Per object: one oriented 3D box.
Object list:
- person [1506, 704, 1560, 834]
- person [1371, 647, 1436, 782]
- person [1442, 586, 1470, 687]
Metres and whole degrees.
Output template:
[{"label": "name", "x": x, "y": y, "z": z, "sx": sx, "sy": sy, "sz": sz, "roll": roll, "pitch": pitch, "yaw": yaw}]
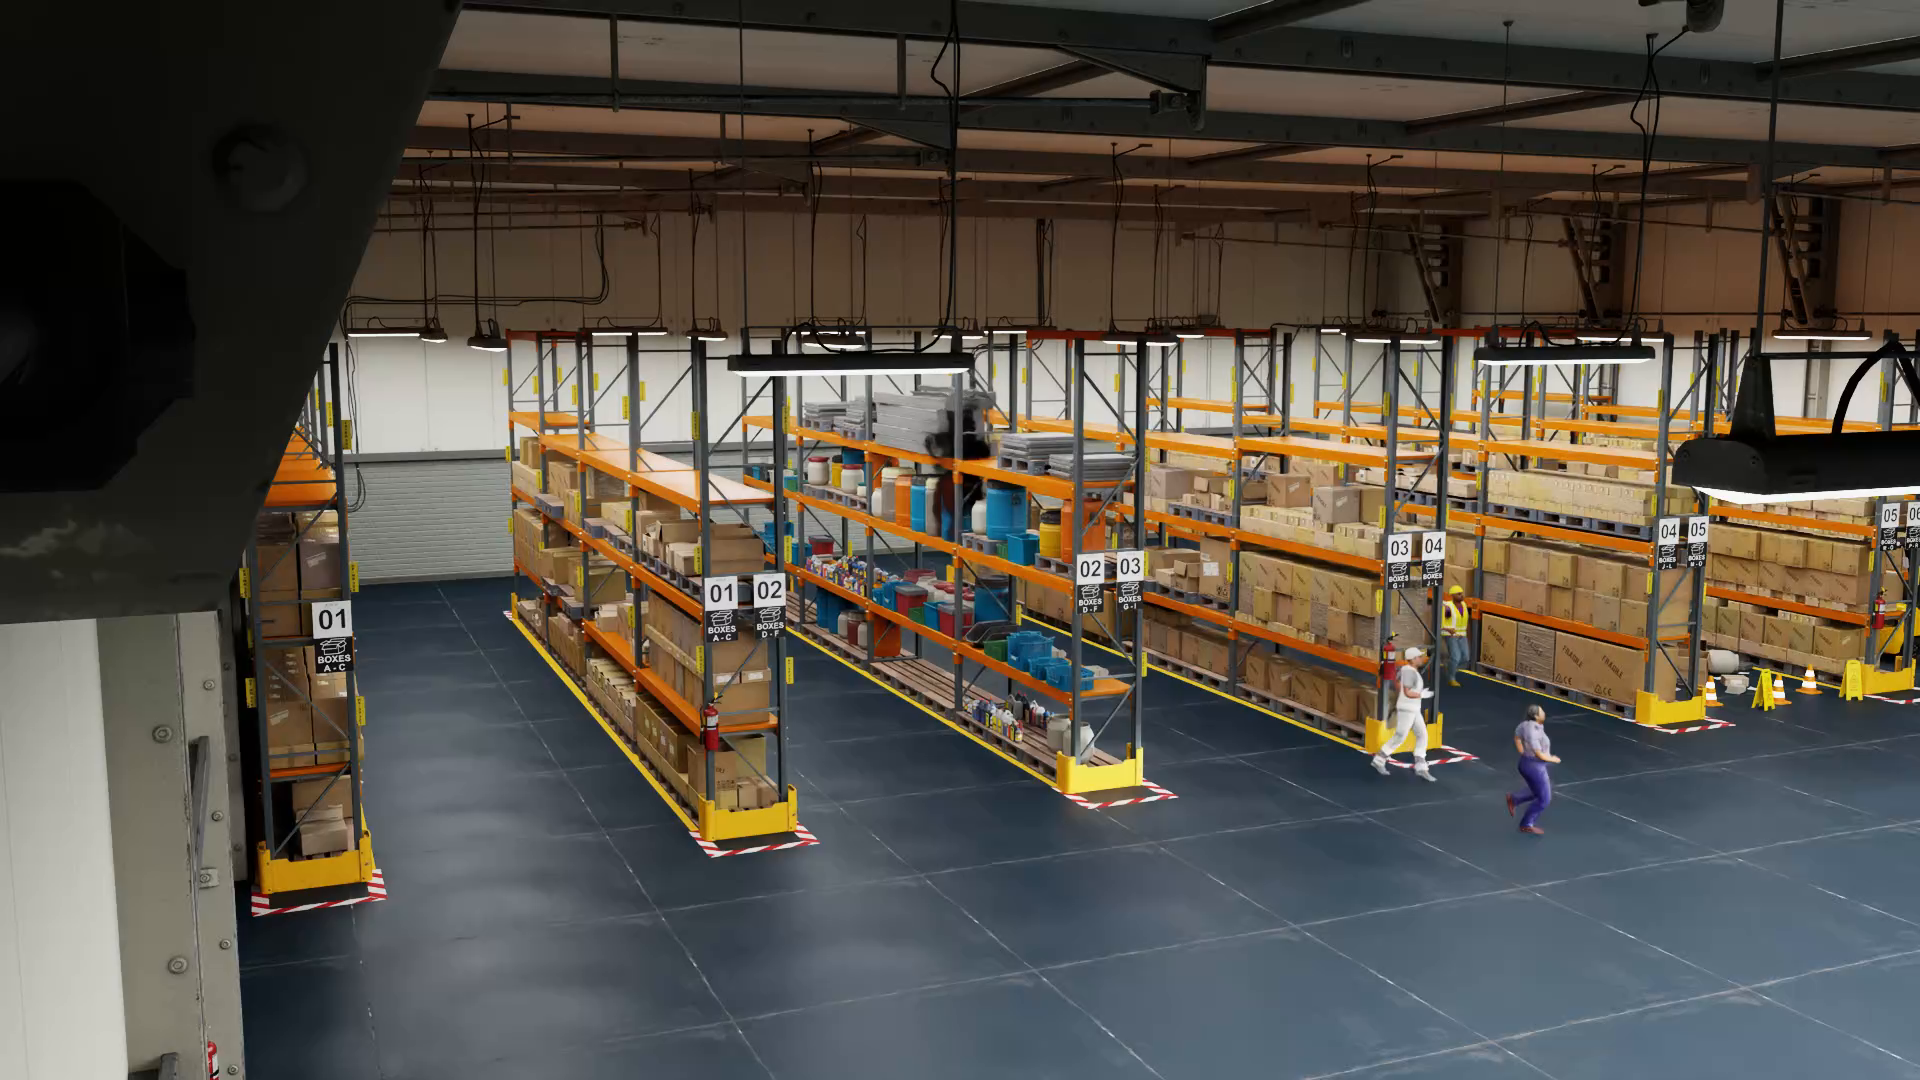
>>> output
[{"label": "person", "x": 7.034, "y": 2.793, "z": 20.372, "sx": 0.574, "sy": 1.599, "sz": 0.629, "roll": 0, "pitch": 8, "yaw": 4}, {"label": "person", "x": 6.112, "y": 2.359, "z": 22.738, "sx": 0.874, "sy": 1.806, "sz": 0.671, "roll": 3, "pitch": 8, "yaw": 22}, {"label": "person", "x": 8.406, "y": 1.630, "z": 28.325, "sx": 0.706, "sy": 1.726, "sz": 0.575, "roll": -4, "pitch": 9, "yaw": -25}]
